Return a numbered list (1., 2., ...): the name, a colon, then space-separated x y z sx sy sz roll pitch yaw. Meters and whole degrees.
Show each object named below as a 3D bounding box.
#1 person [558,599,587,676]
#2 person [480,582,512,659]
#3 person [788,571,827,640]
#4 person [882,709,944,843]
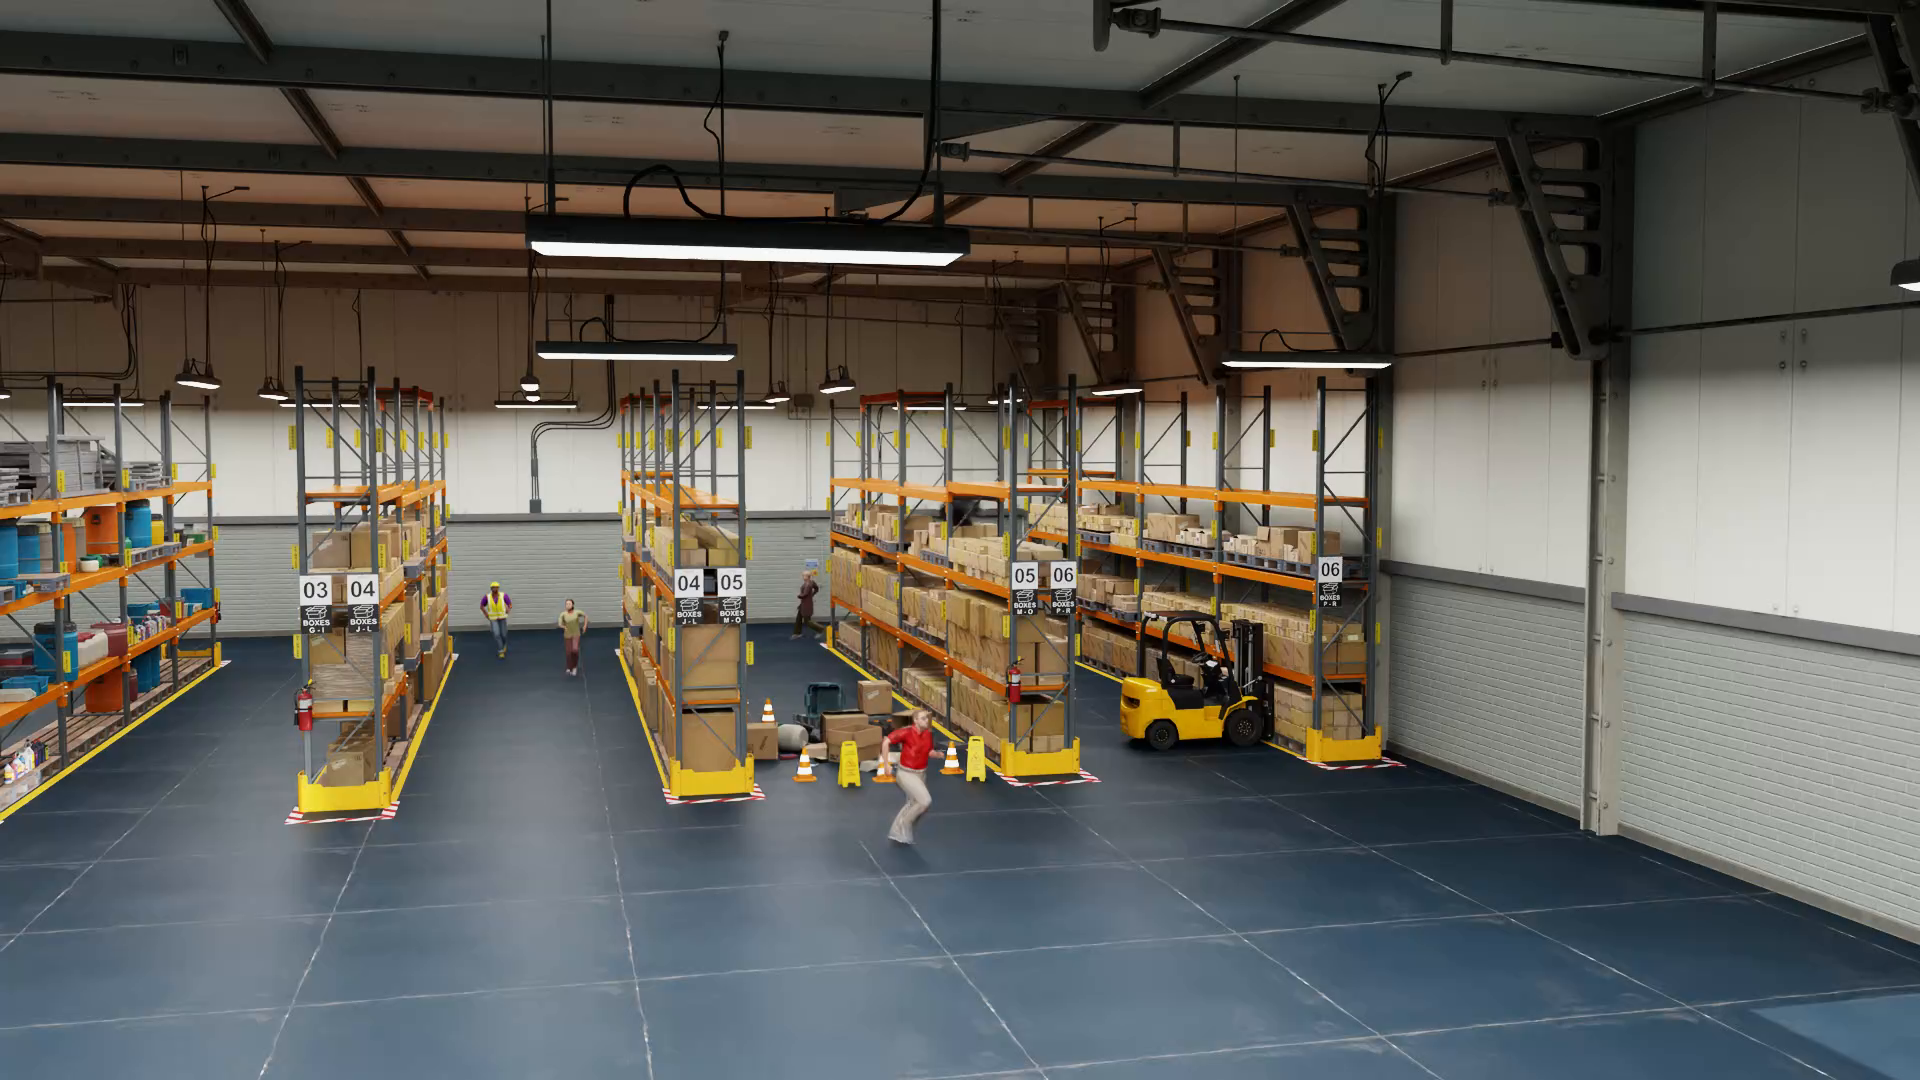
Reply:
1. person: -8.223 2.057 35.288 0.584 1.636 0.816 0 3 -5
2. person: -10.739 1.838 38.543 0.710 1.757 0.837 -1 4 -21
3. person: -3.827 1.654 41.520 1.048 1.771 0.720 0 3 2
4. person: -0.557 2.924 20.474 0.784 1.672 0.701 2 4 34
